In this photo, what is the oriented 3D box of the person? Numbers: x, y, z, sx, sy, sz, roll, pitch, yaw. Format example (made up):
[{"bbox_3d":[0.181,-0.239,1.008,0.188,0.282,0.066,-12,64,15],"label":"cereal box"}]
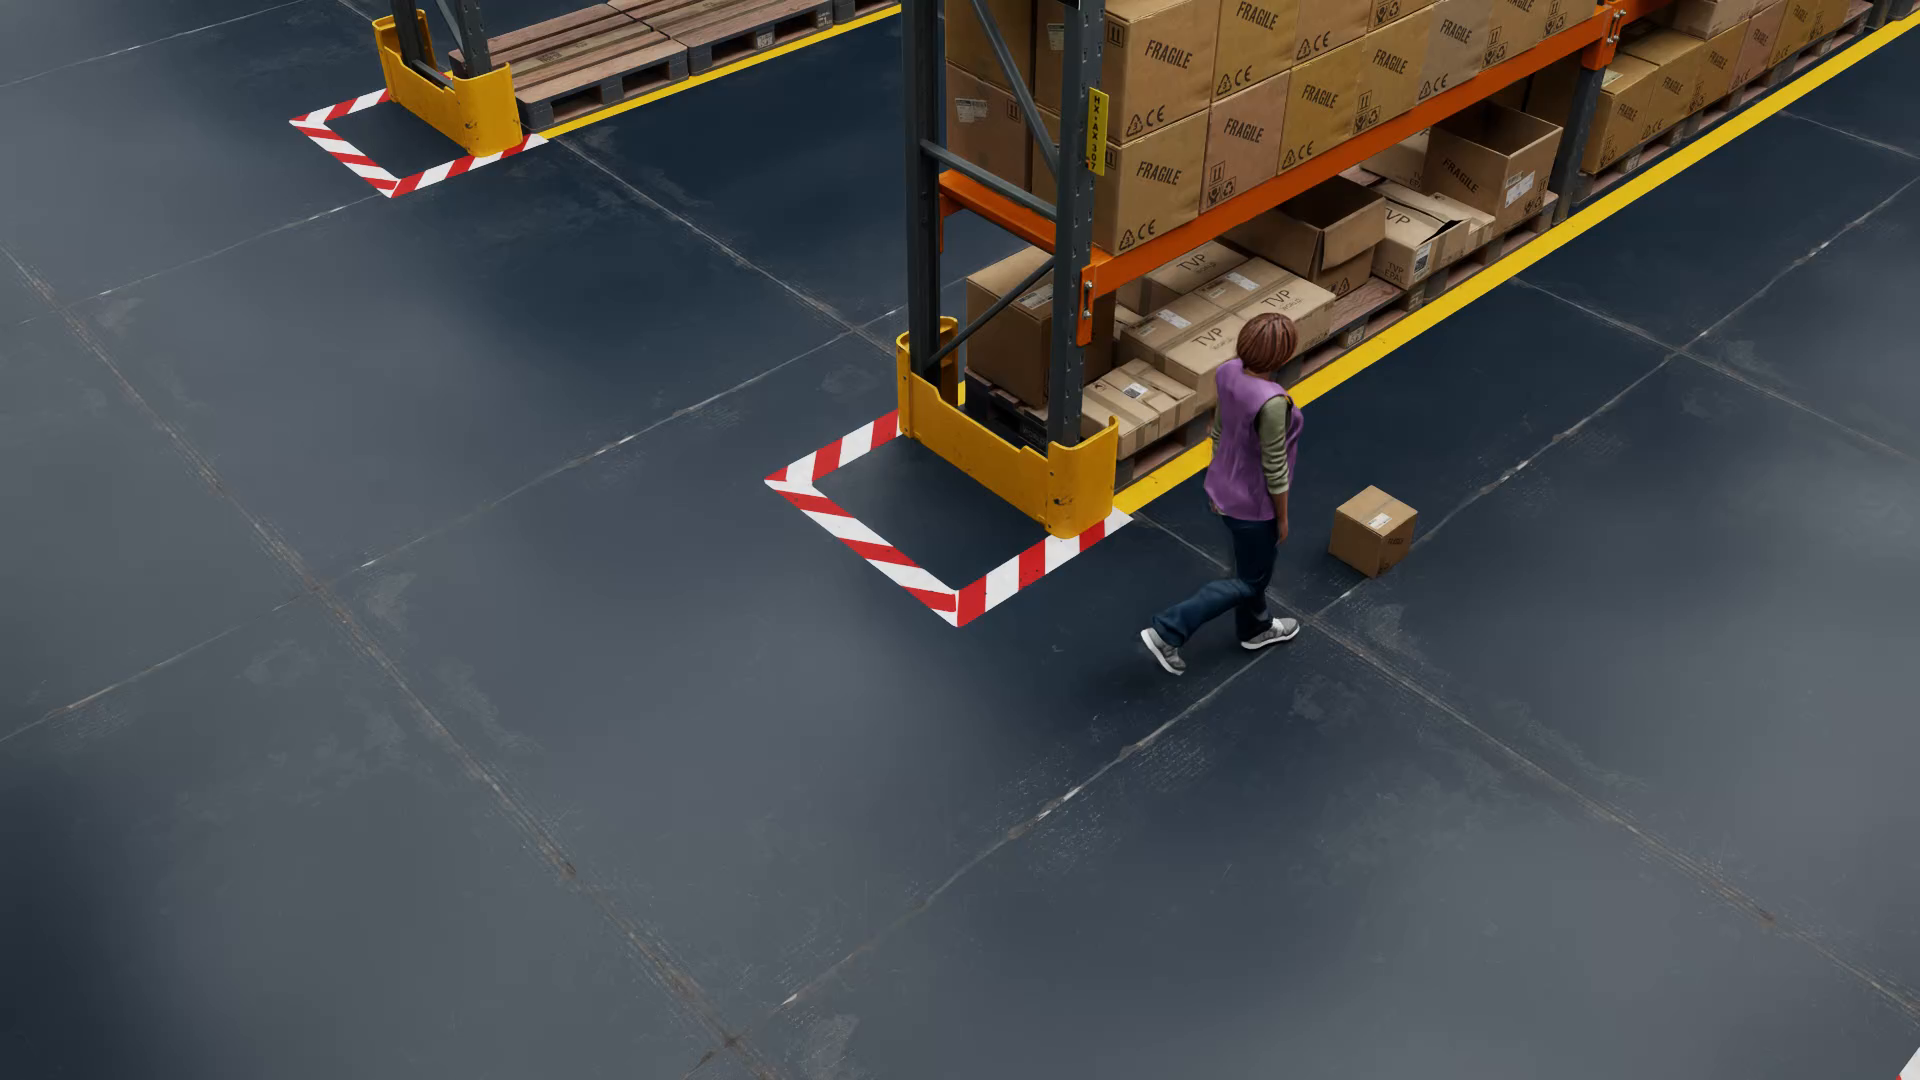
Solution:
[{"bbox_3d":[1.044,-0.153,6.332,0.764,1.579,0.418,-12,42,-14],"label":"person"}]
